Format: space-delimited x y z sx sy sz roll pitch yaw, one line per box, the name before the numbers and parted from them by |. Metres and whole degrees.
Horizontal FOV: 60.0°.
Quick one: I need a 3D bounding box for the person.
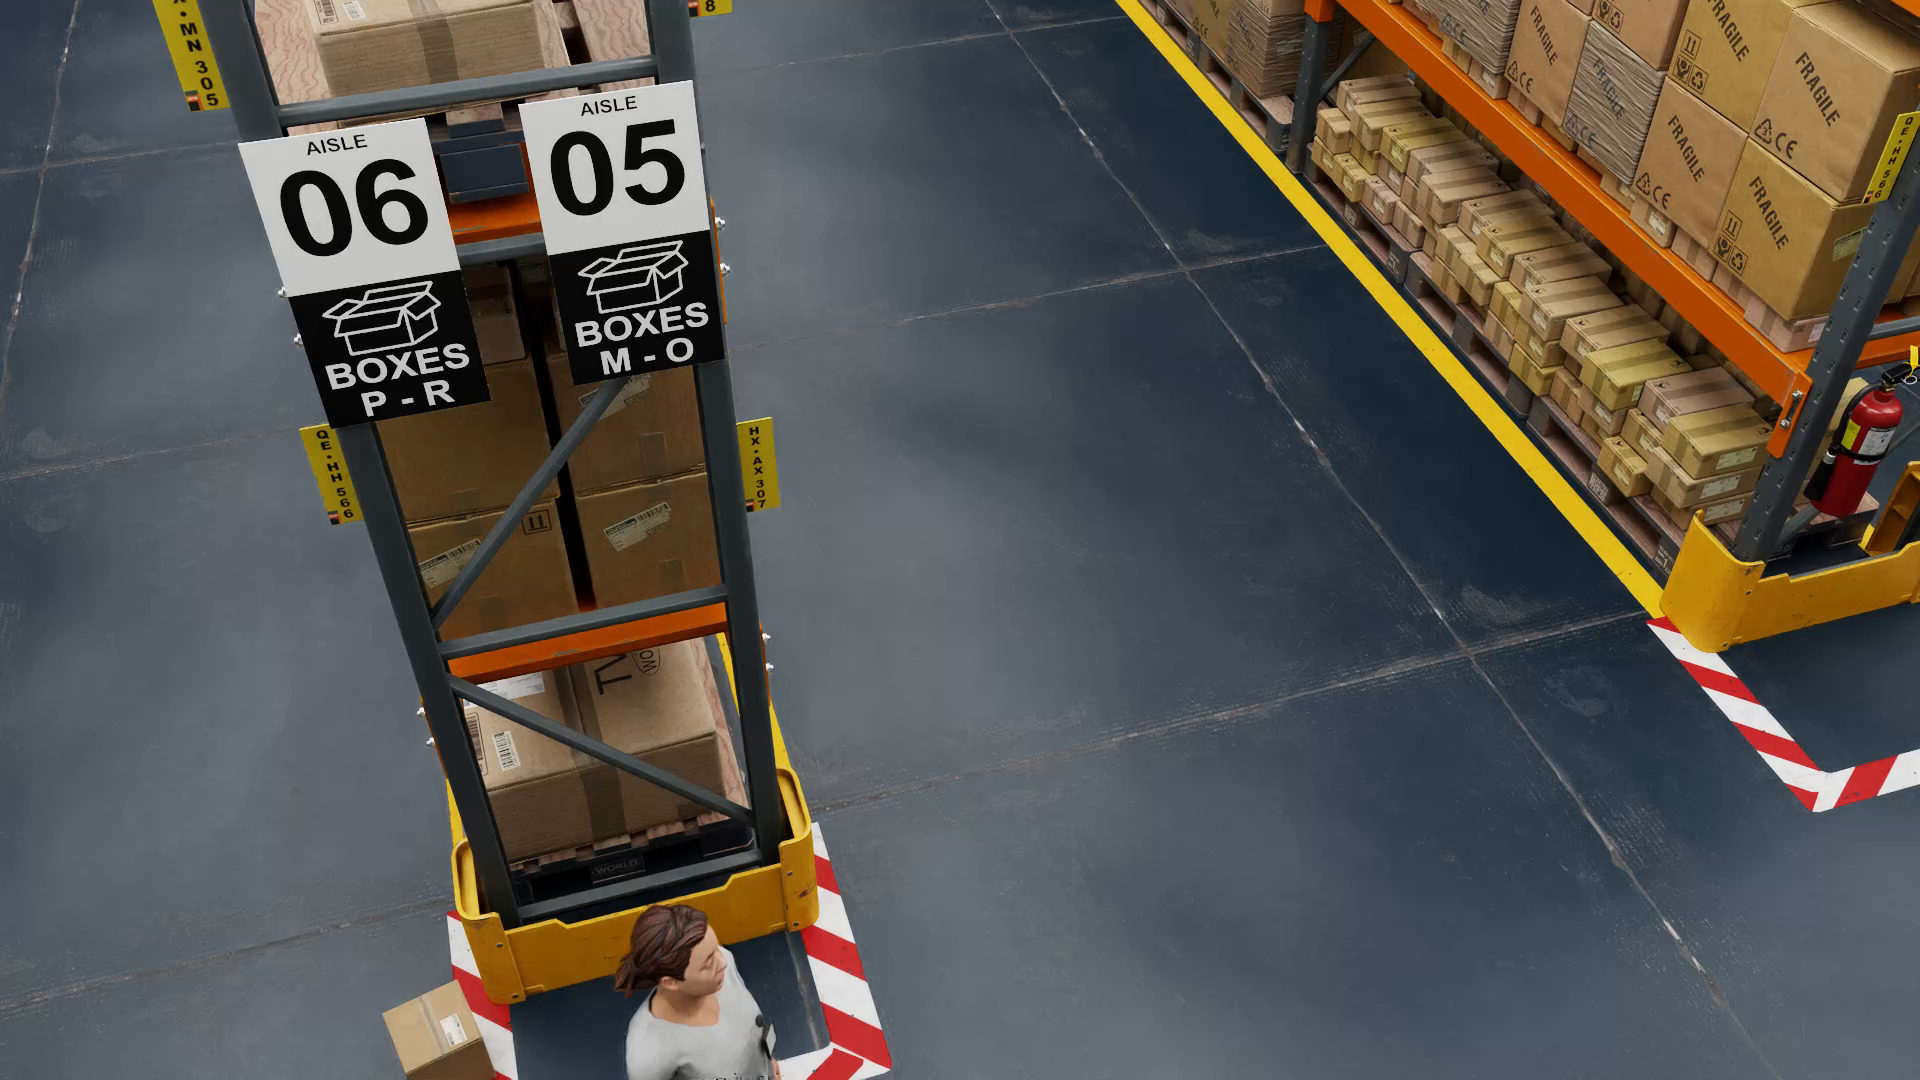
person | -0.671 1.543 4.457 0.373 1.672 0.489 18 45 19
